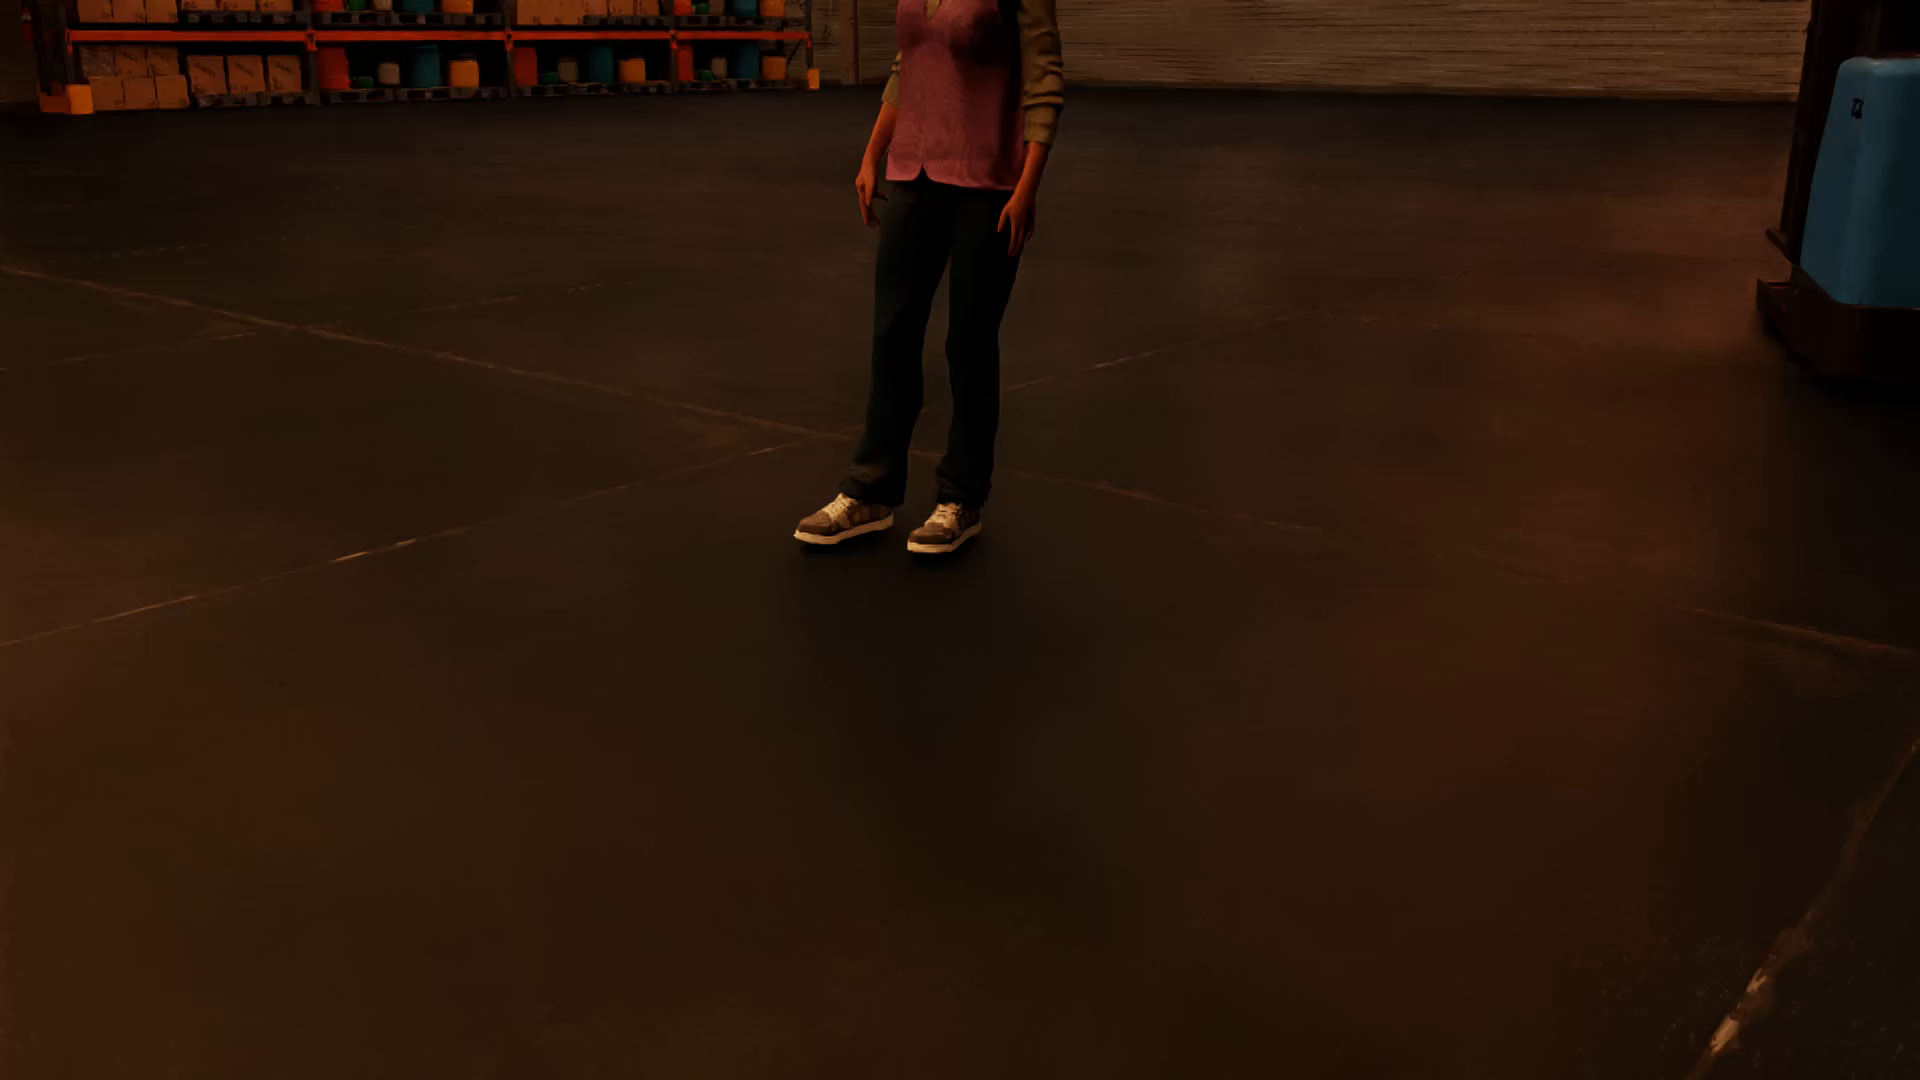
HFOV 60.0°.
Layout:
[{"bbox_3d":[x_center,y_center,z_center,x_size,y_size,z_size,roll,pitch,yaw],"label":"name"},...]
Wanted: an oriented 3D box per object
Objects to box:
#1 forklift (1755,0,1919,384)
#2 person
[{"bbox_3d":[3.818,-2.223,6.219,1.130,2.935,3.031,6,18,19],"label":"forklift"},{"bbox_3d":[-0.058,-0.757,3.661,0.520,1.597,0.474,13,21,37],"label":"person"}]
